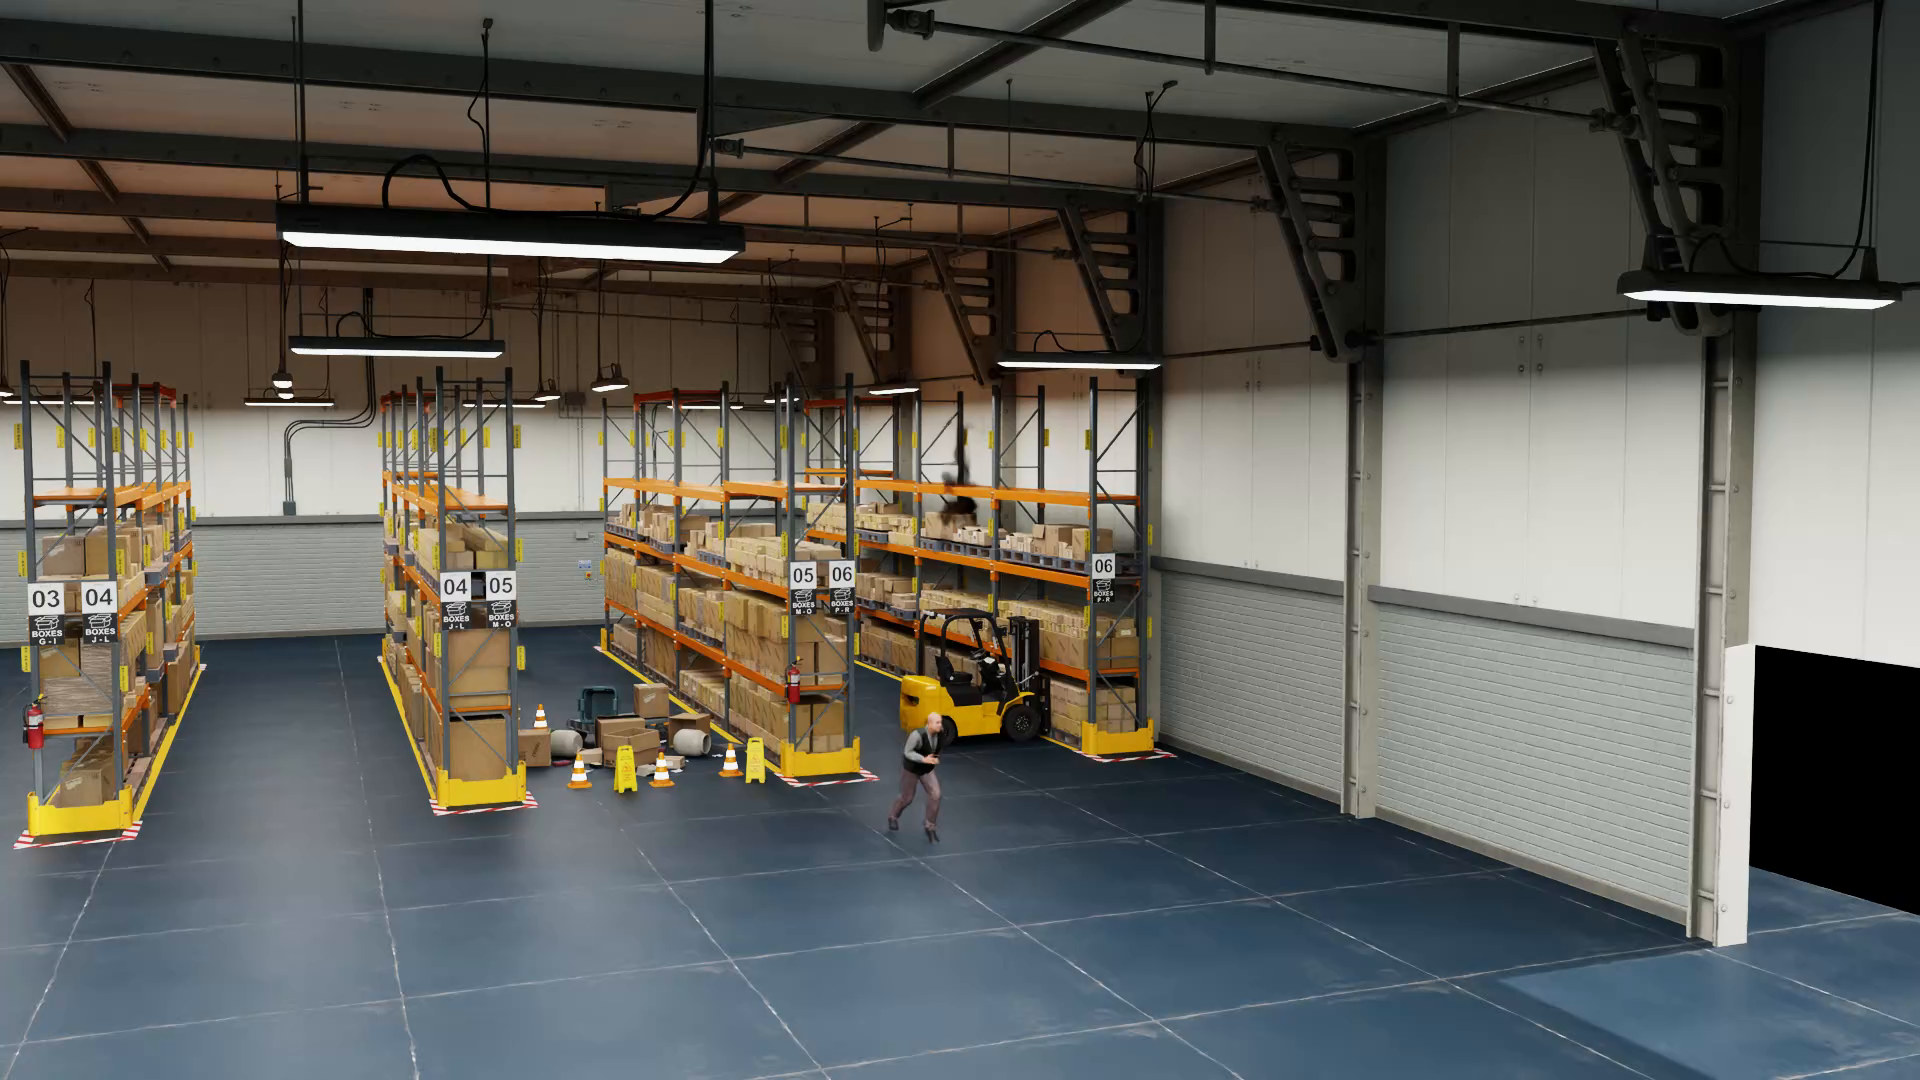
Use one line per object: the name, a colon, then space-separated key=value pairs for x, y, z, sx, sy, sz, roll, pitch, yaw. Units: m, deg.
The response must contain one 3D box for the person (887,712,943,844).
person: x=-0.550 y=2.956 z=20.918 sx=0.701 sy=1.681 sz=0.989 roll=-3 pitch=5 yaw=-43
